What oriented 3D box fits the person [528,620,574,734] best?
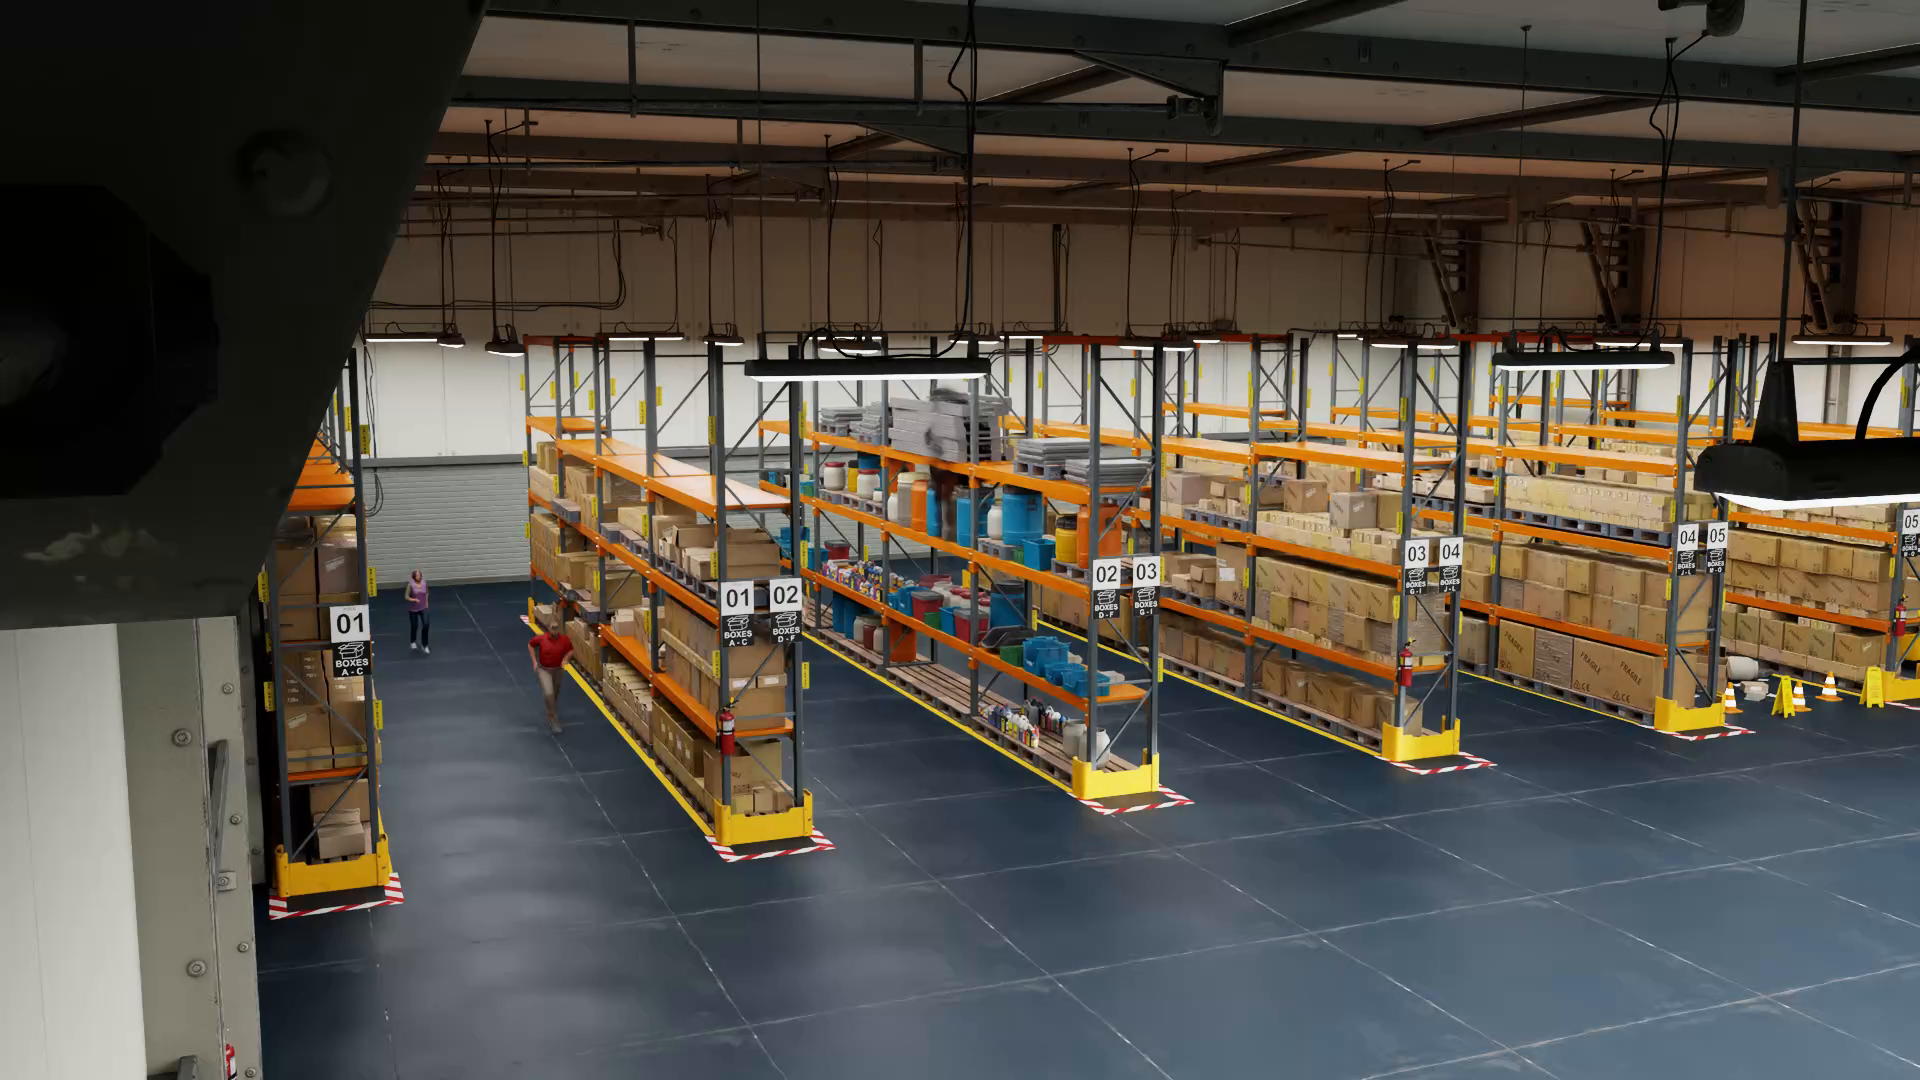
[{"bbox_3d":[-6.339,2.067,25.812,0.663,1.747,0.945,-4,9,-27],"label":"person"}]

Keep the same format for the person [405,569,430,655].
[{"bbox_3d":[-10.291,1.361,31.554,0.488,1.644,0.750,-4,9,-30],"label":"person"}]

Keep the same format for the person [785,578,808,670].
[{"bbox_3d":[-3.010,1.497,29.515,0.664,1.743,0.918,-3,8,-24],"label":"person"}]
